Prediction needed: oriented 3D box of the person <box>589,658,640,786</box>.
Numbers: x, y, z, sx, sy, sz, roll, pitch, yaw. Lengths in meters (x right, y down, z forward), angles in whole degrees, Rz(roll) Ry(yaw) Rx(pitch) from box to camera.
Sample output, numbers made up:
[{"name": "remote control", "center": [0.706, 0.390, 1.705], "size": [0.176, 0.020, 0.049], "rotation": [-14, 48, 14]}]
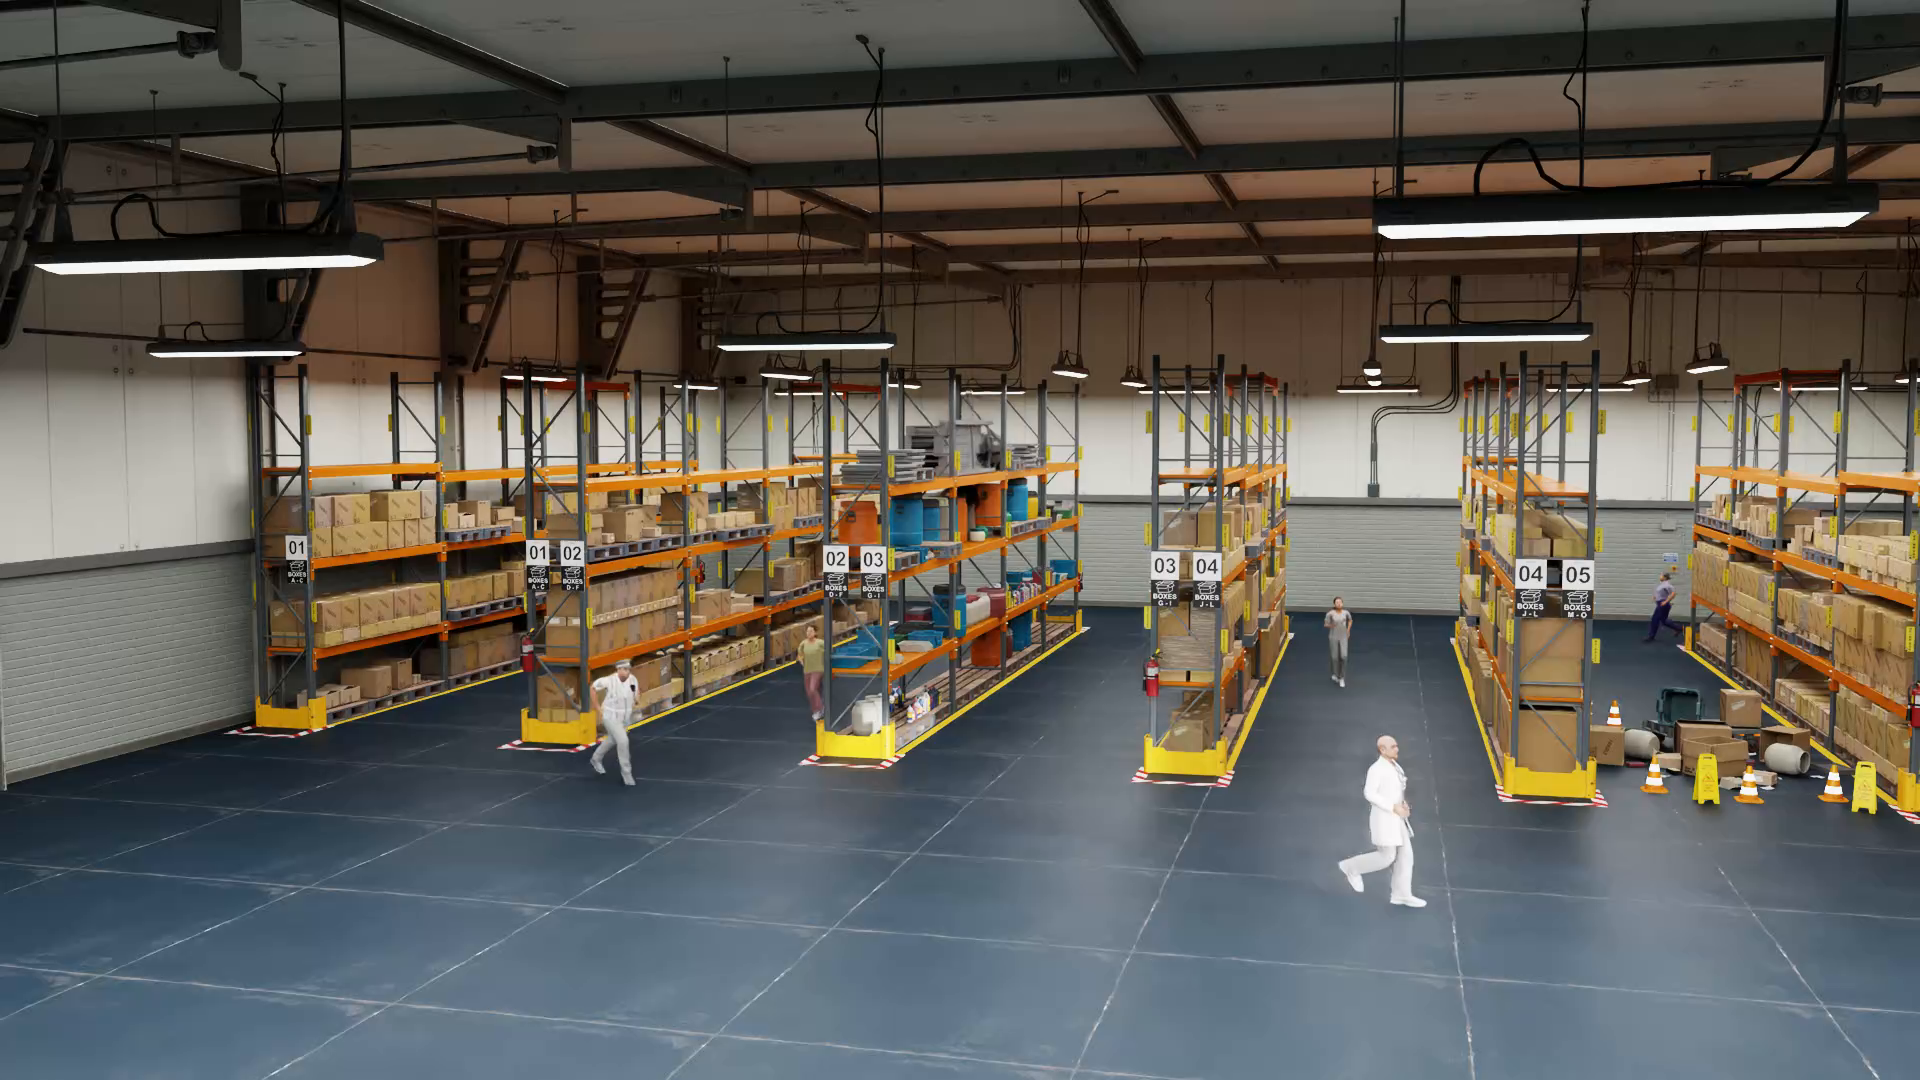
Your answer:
[{"name": "person", "center": [-4.894, 2.534, 23.436], "size": [0.990, 1.801, 0.658], "rotation": [3, 5, 34]}]

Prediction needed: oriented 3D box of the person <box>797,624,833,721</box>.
[{"name": "person", "center": [-2.479, 2.235, 28.044], "size": [0.545, 1.643, 0.730], "rotation": [1, 4, 17]}]

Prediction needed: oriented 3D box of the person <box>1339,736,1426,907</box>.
[{"name": "person", "center": [4.440, 2.914, 17.371], "size": [0.921, 1.750, 0.720], "rotation": [3, 5, 37]}]

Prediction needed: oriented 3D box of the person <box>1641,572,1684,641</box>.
[{"name": "person", "center": [16.259, 1.552, 38.402], "size": [0.937, 1.628, 0.640], "rotation": [1, 4, 17]}]

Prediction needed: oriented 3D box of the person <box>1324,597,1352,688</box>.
[{"name": "person", "center": [7.288, 1.946, 32.055], "size": [0.552, 1.716, 0.758], "rotation": [1, 4, 8]}]
